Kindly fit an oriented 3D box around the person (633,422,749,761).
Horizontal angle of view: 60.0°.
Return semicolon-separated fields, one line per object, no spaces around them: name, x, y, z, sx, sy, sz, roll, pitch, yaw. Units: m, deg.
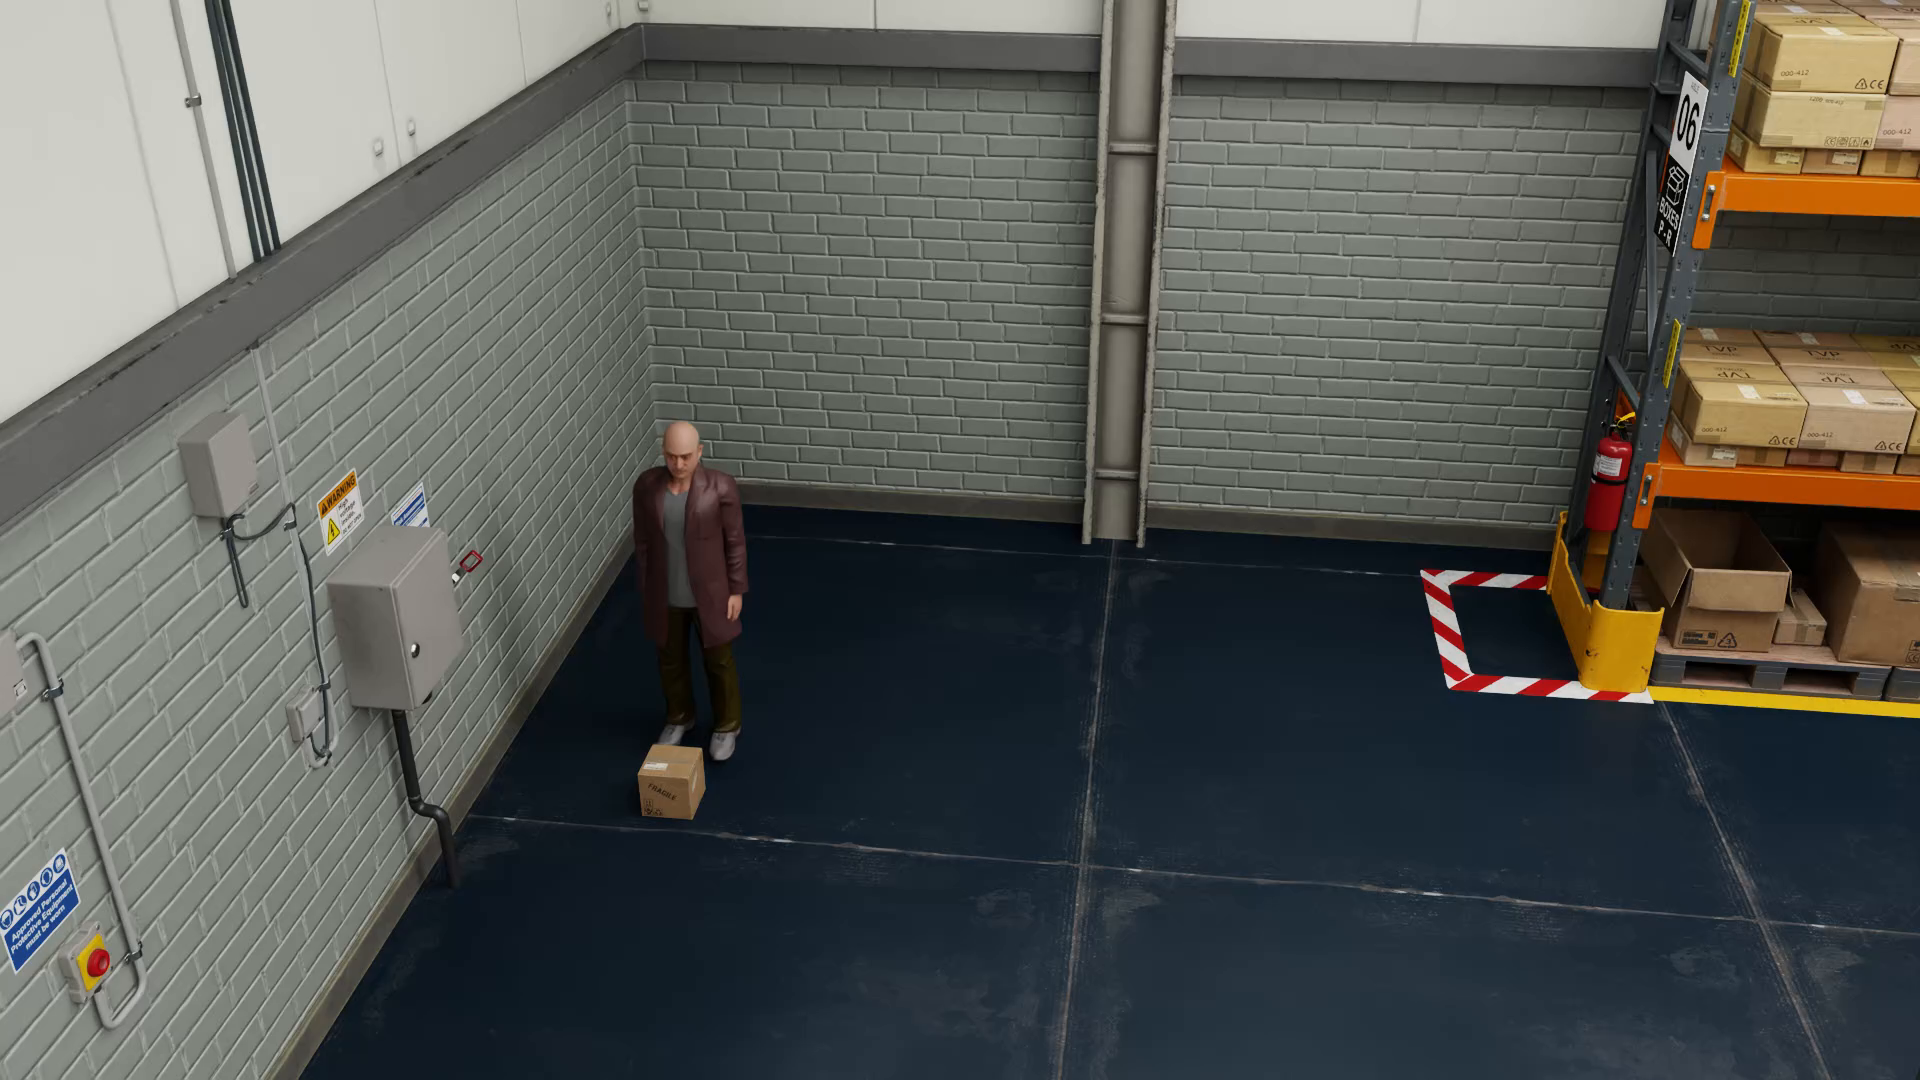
person;-1.314;0.257;8.154;0.564;1.778;0.383;4;28;7
